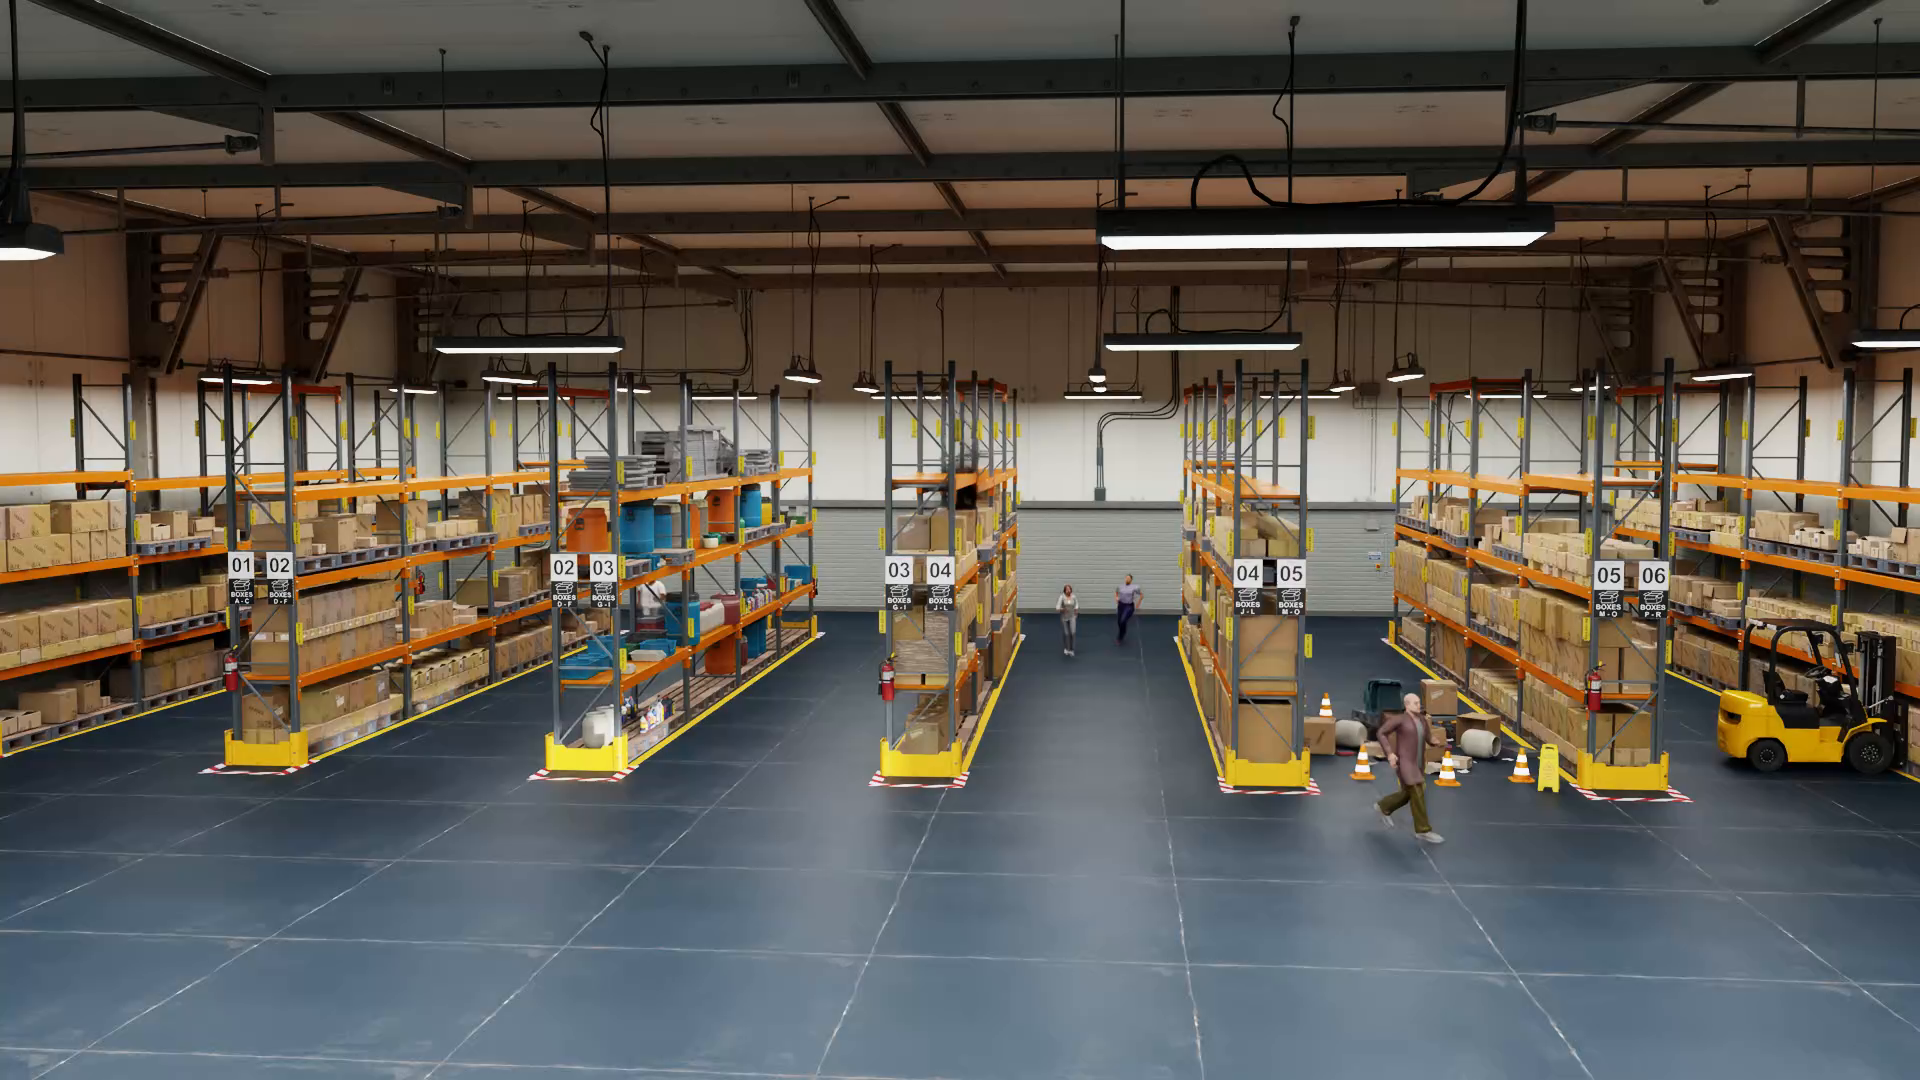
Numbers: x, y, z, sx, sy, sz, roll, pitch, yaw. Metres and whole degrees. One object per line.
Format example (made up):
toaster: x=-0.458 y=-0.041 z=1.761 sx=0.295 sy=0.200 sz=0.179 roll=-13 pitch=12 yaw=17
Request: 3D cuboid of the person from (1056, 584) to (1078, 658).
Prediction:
person: x=2.376 y=1.793 z=36.736 sx=0.526 sy=1.631 sz=0.696 roll=0 pitch=4 yaw=-2

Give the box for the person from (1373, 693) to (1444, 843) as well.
person: x=5.479 y=2.746 z=20.339 sx=0.704 sy=1.761 sz=1.049 roll=-3 pitch=5 yaw=-40

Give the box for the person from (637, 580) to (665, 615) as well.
person: x=-7.188 y=1.583 z=38.692 sx=0.670 sy=1.814 sz=0.834 roll=0 pitch=4 yaw=-6

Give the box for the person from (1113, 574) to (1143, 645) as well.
person: x=3.909 y=1.634 z=39.159 sx=0.702 sy=1.667 sz=0.796 roll=2 pitch=4 yaw=33
